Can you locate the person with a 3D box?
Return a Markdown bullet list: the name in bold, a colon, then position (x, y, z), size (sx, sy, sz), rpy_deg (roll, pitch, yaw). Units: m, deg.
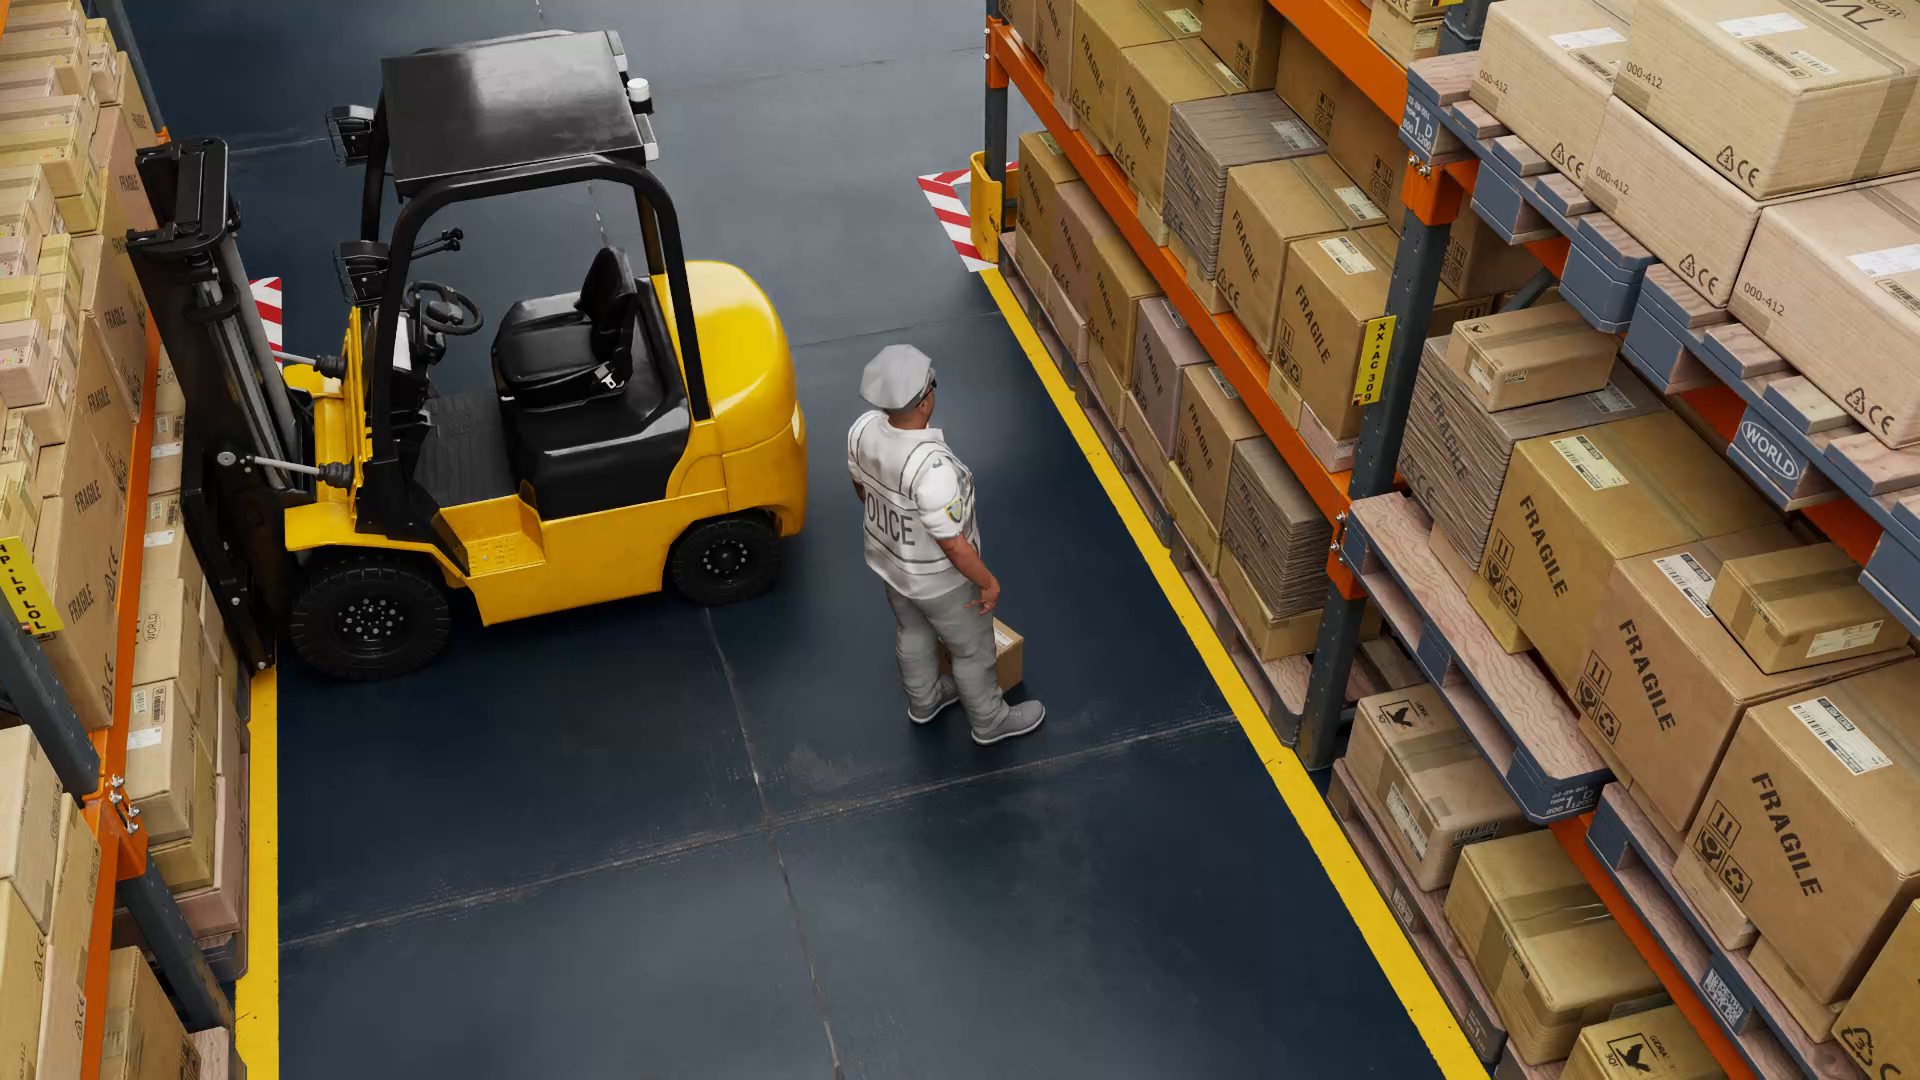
- **person**: position (-0.057, 0.019, 6.097), size (0.574, 1.781, 0.641), rpy_deg (-31, 50, -30)
